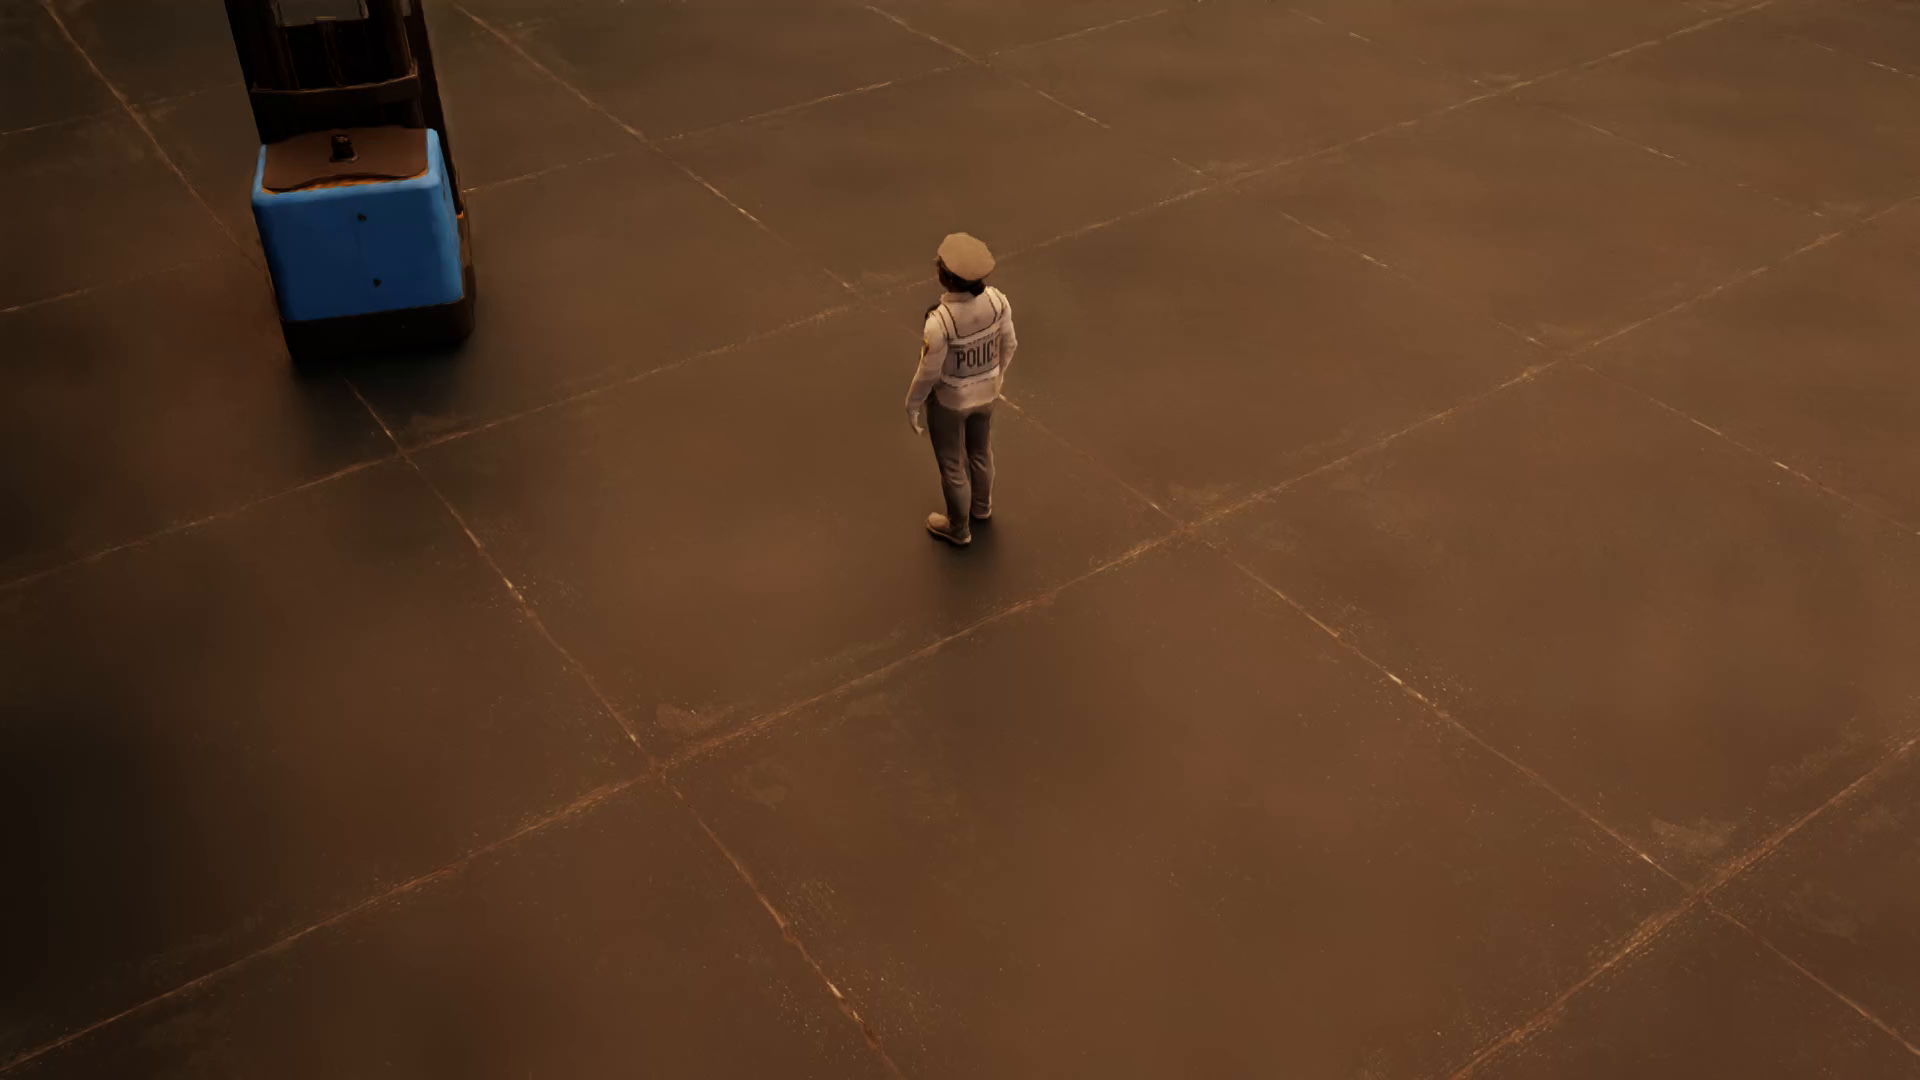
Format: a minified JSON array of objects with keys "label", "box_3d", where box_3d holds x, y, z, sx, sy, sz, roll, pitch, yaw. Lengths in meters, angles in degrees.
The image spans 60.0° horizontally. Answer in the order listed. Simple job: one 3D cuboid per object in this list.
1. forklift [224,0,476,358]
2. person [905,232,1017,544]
[{"label":"forklift","box_3d":[-3.817,-3.117,10.161,1.130,2.935,3.031,-9,37,-12]},{"label":"person","box_3d":[-0.033,-0.723,7.950,0.586,1.695,0.533,-23,42,-28]}]
